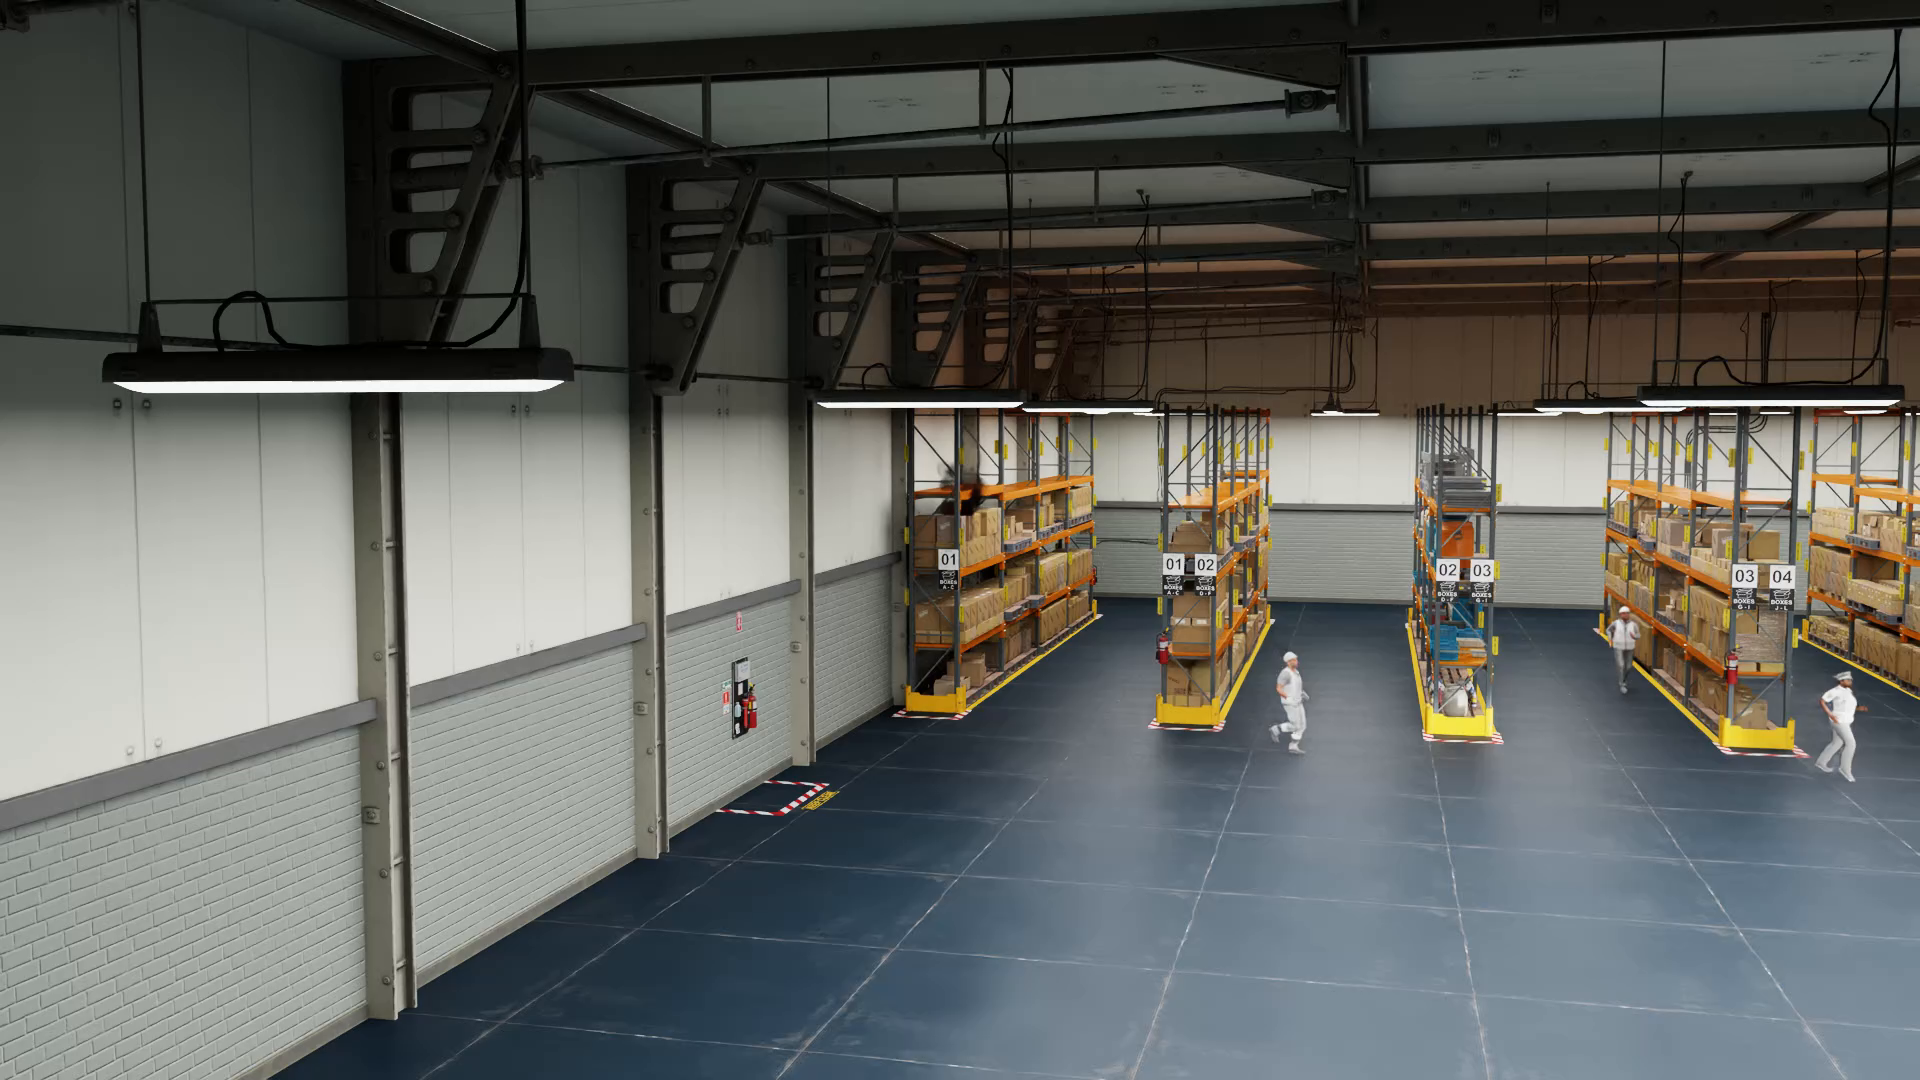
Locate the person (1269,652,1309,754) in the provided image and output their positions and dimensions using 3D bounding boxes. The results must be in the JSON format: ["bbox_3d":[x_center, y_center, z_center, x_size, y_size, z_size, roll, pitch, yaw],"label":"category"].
[{"bbox_3d":[5.638,2.782,28.488,0.637,1.740,0.669,3,5,36],"label":"person"}]

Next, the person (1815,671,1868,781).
[{"bbox_3d":[14.068,2.954,26.561,0.556,1.758,0.761,-4,5,-41],"label":"person"}]

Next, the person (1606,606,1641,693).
[{"bbox_3d":[13.940,2.273,34.913,0.656,1.758,0.969,1,4,9],"label":"person"}]
